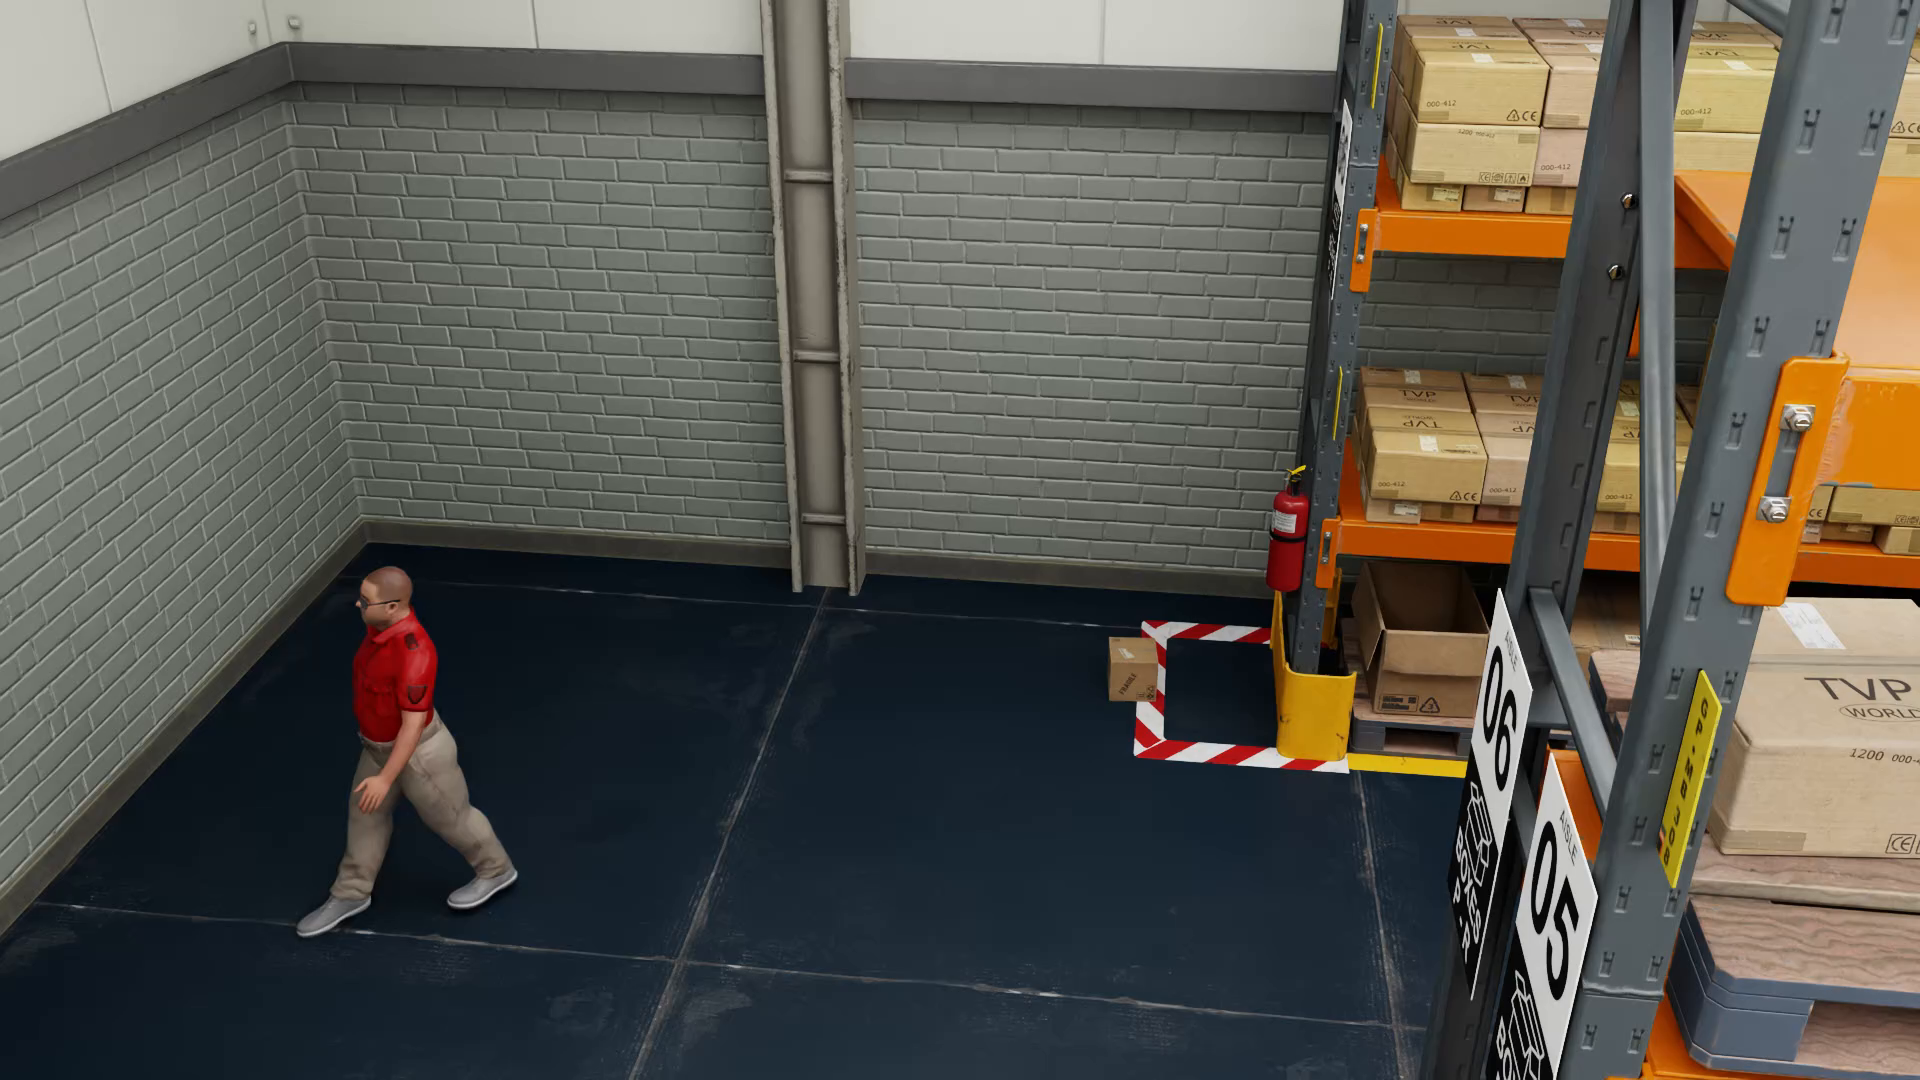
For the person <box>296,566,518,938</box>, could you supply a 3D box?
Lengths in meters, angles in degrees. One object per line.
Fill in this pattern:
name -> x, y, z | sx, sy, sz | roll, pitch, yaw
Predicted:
person -> -2.408, 0.906, 6.931 | 0.916, 1.692, 0.546 | -19, 33, -31
